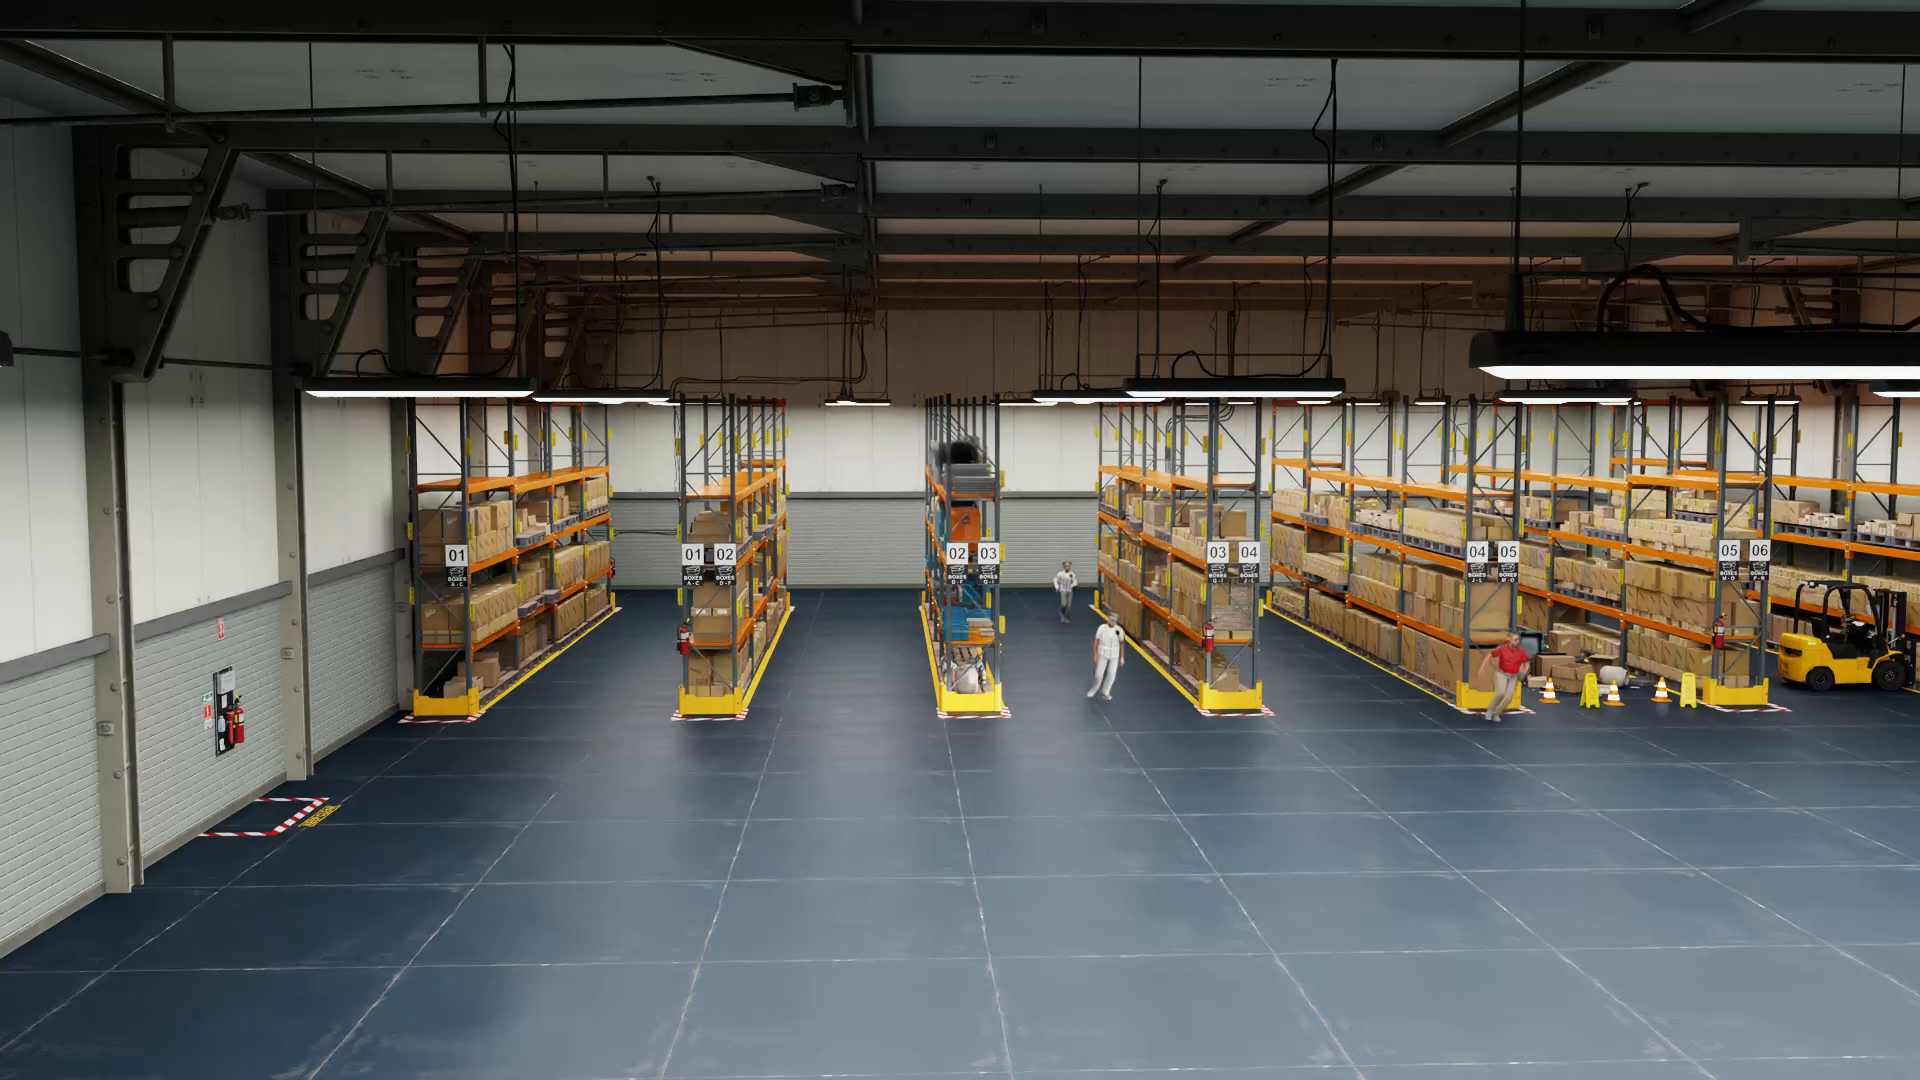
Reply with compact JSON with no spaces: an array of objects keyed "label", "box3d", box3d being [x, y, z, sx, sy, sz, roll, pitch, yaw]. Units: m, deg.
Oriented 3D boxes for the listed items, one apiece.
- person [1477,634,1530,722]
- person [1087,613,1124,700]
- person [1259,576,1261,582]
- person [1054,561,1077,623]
[{"label":"person","box3d":[10.001,2.535,30.363,0.862,1.652,0.662,-1,5,-10]},{"label":"person","box3d":[2.862,2.271,32.659,0.696,1.718,0.533,-1,5,-10]},{"label":"person","box3d":[7.792,1.380,44.681,0.564,1.690,0.728,0,5,-5]},{"label":"person","box3d":[2.828,1.384,44.200,0.592,1.655,0.613,-1,5,-7]}]
